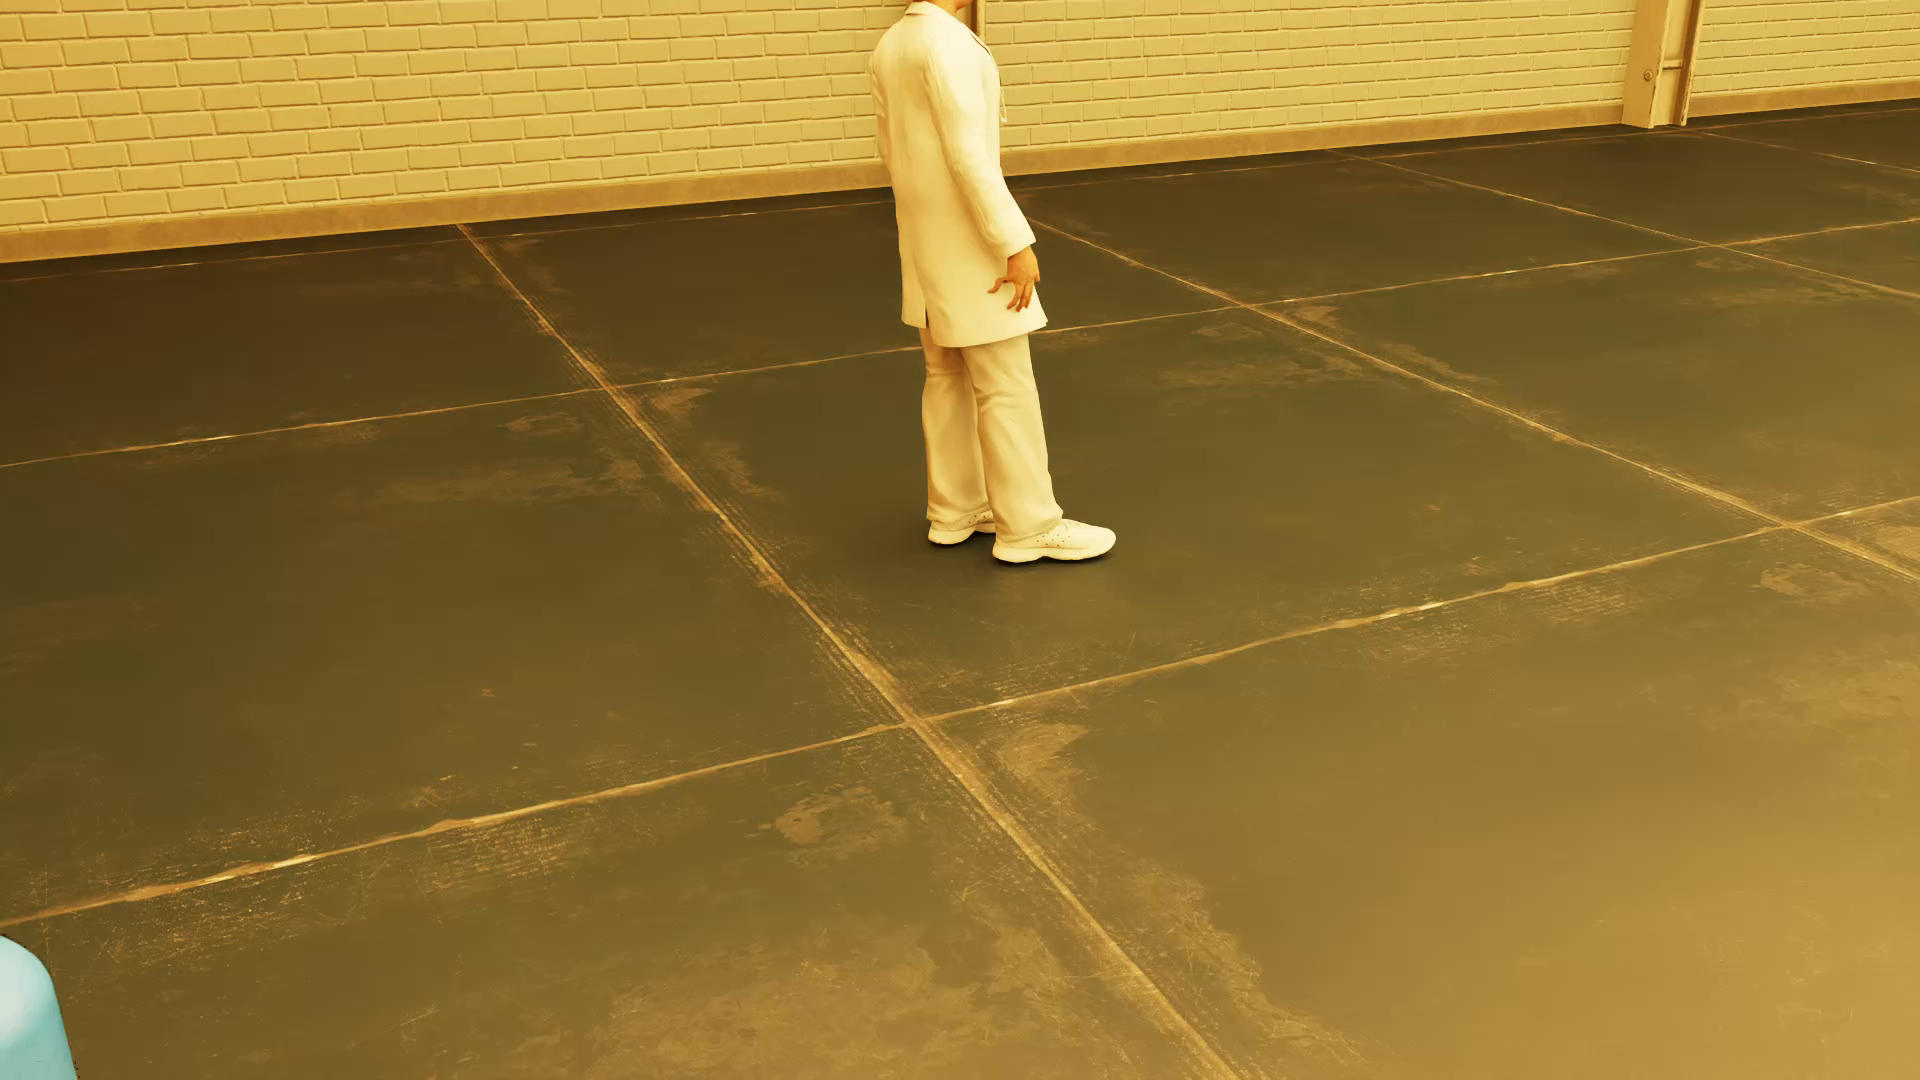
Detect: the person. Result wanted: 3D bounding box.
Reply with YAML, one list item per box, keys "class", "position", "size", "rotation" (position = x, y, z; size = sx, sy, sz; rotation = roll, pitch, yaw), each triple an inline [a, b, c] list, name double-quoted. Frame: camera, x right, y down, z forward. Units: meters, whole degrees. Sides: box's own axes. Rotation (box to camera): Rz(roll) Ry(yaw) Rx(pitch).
- class: "person"
  position: [0.085, -0.841, 4.796]
  size: [0.578, 1.778, 0.696]
  rotation: [-10, 25, -23]
